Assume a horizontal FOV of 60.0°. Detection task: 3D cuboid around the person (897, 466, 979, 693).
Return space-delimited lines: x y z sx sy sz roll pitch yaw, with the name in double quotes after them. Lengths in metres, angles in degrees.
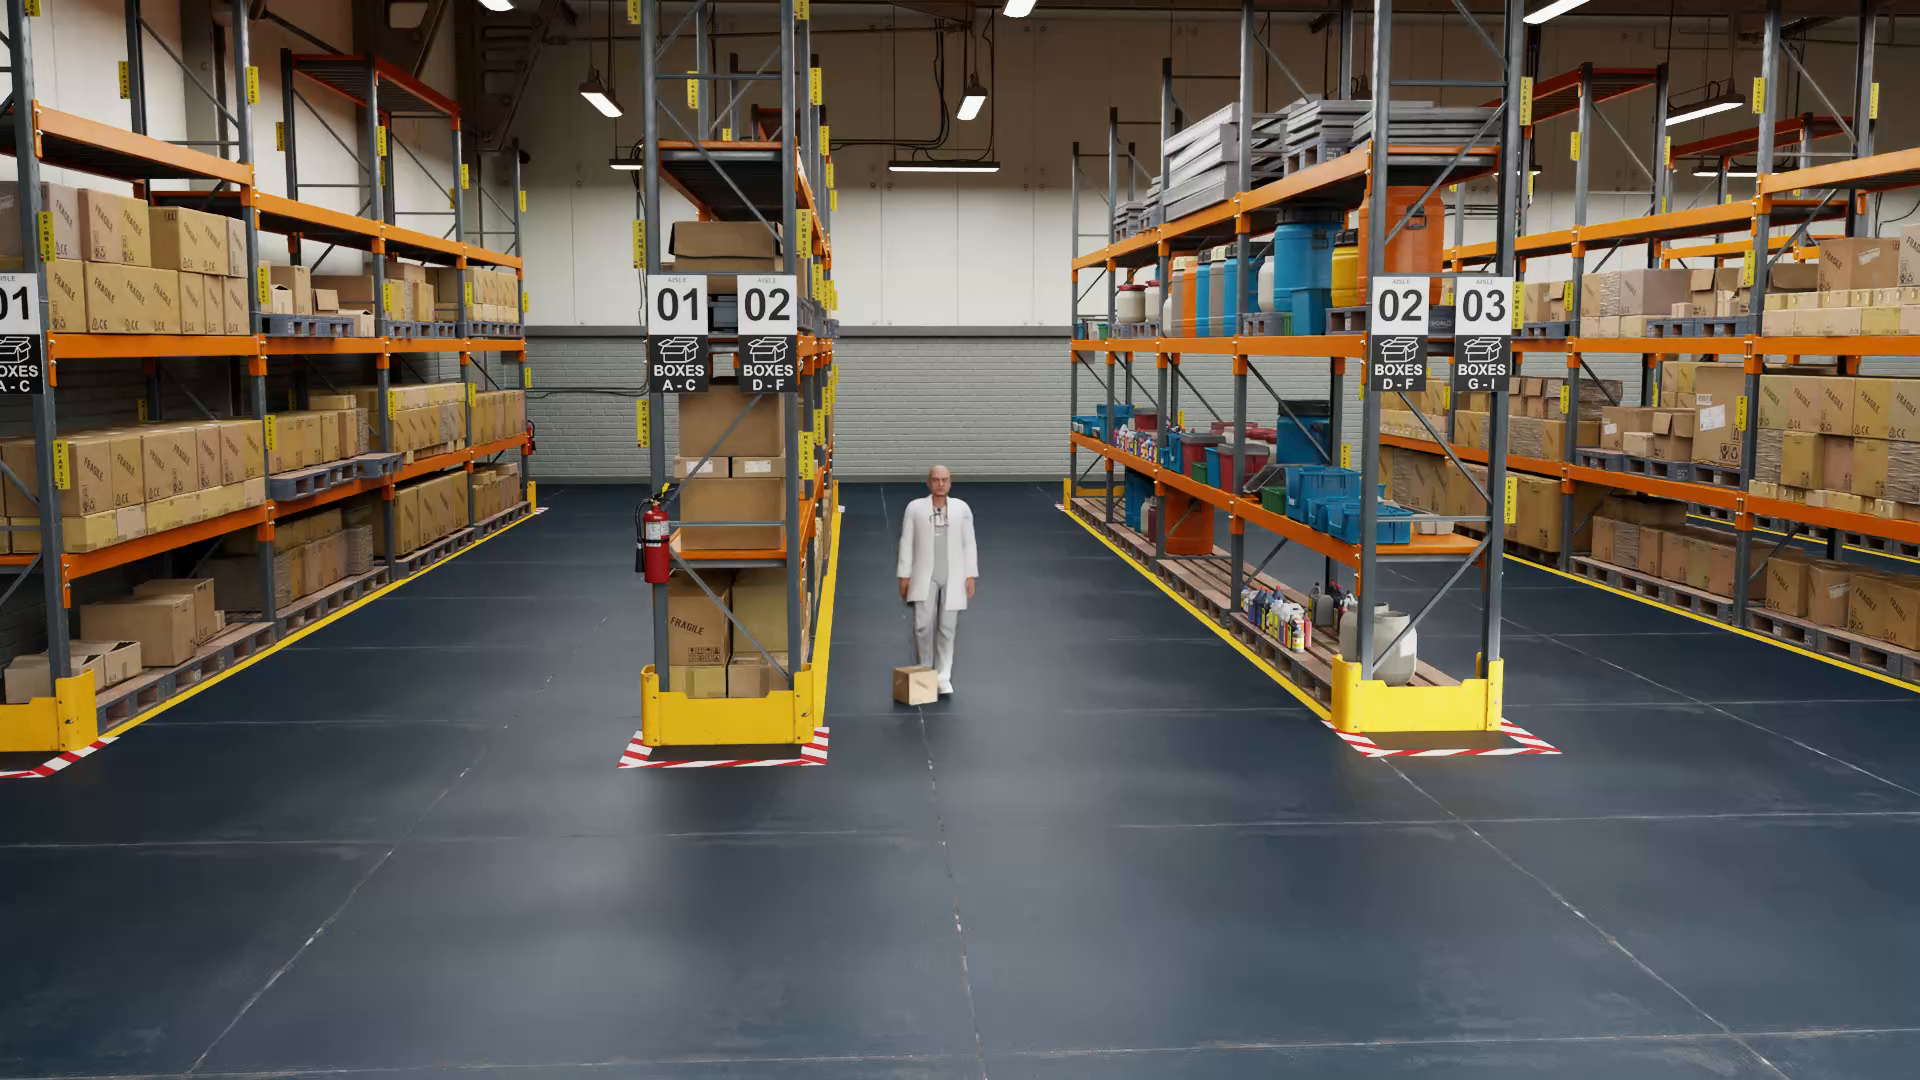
-0.167 0.329 12.896 0.627 1.804 0.482 -1 7 -9 "person"
